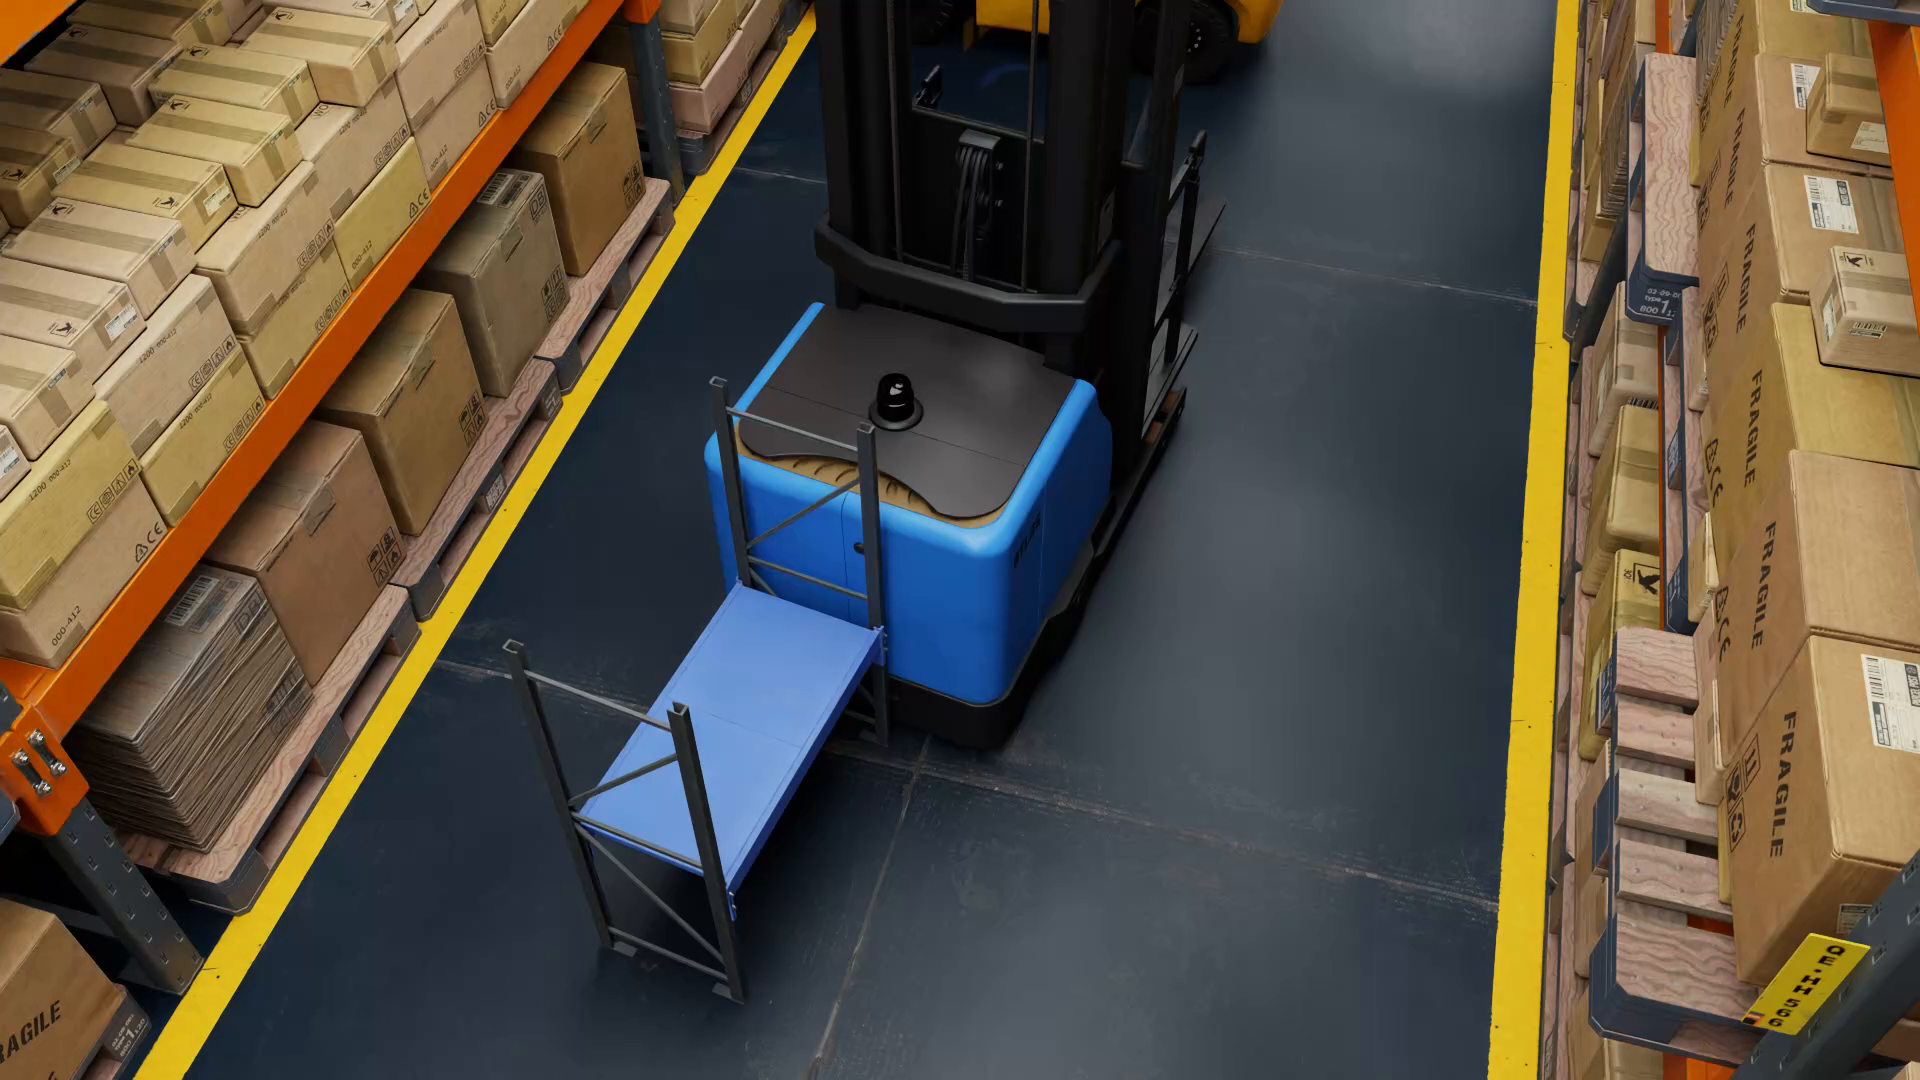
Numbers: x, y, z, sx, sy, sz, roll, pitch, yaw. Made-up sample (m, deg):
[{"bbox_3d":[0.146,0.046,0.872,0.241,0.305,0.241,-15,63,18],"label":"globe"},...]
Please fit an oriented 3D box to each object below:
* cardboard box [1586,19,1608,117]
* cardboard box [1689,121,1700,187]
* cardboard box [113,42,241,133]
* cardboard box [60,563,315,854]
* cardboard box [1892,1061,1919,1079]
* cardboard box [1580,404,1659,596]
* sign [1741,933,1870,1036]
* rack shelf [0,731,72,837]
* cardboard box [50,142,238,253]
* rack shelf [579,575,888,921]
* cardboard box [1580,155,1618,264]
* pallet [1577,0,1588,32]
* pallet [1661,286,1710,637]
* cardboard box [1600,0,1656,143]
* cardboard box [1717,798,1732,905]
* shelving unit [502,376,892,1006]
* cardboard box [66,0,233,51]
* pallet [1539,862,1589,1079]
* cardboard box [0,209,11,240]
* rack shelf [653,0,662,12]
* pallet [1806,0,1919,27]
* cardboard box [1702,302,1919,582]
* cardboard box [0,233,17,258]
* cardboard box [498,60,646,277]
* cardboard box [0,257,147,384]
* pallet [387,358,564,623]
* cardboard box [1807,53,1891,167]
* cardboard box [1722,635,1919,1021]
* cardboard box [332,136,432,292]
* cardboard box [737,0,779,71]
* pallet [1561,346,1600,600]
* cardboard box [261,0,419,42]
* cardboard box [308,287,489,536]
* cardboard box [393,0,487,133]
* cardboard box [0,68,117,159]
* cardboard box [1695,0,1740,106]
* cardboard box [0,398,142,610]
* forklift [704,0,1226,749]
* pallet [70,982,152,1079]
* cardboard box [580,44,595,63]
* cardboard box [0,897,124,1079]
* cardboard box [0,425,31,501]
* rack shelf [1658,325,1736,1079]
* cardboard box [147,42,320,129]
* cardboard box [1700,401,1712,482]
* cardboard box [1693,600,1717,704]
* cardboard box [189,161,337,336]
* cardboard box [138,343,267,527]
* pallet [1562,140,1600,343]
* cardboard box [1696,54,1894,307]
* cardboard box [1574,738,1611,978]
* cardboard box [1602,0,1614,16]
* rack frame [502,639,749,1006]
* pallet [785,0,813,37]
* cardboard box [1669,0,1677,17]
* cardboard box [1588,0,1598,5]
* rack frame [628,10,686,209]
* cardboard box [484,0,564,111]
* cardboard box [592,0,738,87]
[{"bbox_3d":[3.193,-2.133,7.686,0.500,0.250,0.500,12,50,11],"label":"cardboard box"},{"bbox_3d":[2.504,-1.209,5.204,0.380,0.149,0.250,12,50,11],"label":"cardboard box"},{"bbox_3d":[-2.557,-1.343,5.201,0.500,0.250,0.500,11,49,9],"label":"cardboard box"},{"bbox_3d":[-2.637,0.445,5.160,0.875,0.625,0.625,13,50,11],"label":"cardboard box"},{"bbox_3d":[1.610,1.168,2.485,0.500,0.500,0.500,10,49,9],"label":"cardboard box"},{"bbox_3d":[2.706,-0.038,5.756,0.950,0.372,0.625,14,50,12],"label":"cardboard box"},{"bbox_3d":[1.449,0.767,2.853,0.100,0.325,0.005,12,50,10],"label":"sign"},{"bbox_3d":[-3.341,1.932,3.024,1.077,0.370,4.000,12,50,10],"label":"rack shelf"},{"bbox_3d":[-2.241,-0.937,4.577,0.380,0.149,0.250,12,50,10],"label":"cardboard box"},{"bbox_3d":[-0.669,0.591,4.968,0.538,0.185,1.000,18,51,15],"label":"rack shelf"},{"bbox_3d":[2.924,-1.379,7.020,0.500,0.250,0.500,14,50,12],"label":"cardboard box"},{"bbox_3d":[3.813,-3.004,8.761,1.003,0.211,1.213,12,50,10],"label":"pallet"},{"bbox_3d":[2.457,-0.153,4.512,1.003,0.211,1.213,12,50,10],"label":"pallet"},{"bbox_3d":[3.057,-1.996,7.064,0.500,0.500,0.500,12,50,11],"label":"cardboard box"},{"bbox_3d":[1.835,0.676,3.540,0.380,0.149,0.250,12,50,11],"label":"cardboard box"},{"bbox_3d":[-0.669,0.472,4.833,0.538,1.500,1.048,18,51,15],"label":"shelving unit"},{"bbox_3d":[-2.507,-1.588,5.152,0.380,0.149,0.250,12,50,10],"label":"cardboard box"},{"bbox_3d":[2.182,1.582,4.713,1.003,0.211,1.213,12,50,10],"label":"pallet"},{"bbox_3d":[-2.839,-0.854,4.504,0.380,0.149,0.250,11,49,9],"label":"cardboard box"},{"bbox_3d":[-1.235,-3.855,8.131,1.077,0.370,4.000,12,50,10],"label":"rack shelf"},{"bbox_3d":[2.493,-1.424,3.630,1.213,0.211,1.003,12,50,10],"label":"pallet"},{"bbox_3d":[2.084,-0.172,3.856,0.500,0.500,0.500,9,49,7],"label":"cardboard box"},{"bbox_3d":[-2.831,-0.619,4.562,0.500,0.250,0.500,12,50,10],"label":"cardboard box"},{"bbox_3d":[-1.888,-1.620,6.983,0.875,0.625,0.625,14,50,12],"label":"cardboard box"},{"bbox_3d":[-2.334,-0.557,4.242,0.380,0.149,0.250,13,50,11],"label":"cardboard box"},{"bbox_3d":[-2.237,-0.298,6.372,1.003,0.211,1.213,12,50,10],"label":"pallet"},{"bbox_3d":[2.376,-1.078,4.223,0.380,0.149,0.250,14,50,12],"label":"cardboard box"},{"bbox_3d":[1.827,0.570,3.201,0.500,0.500,0.500,10,49,9],"label":"cardboard box"},{"bbox_3d":[-2.058,-1.088,5.309,0.500,0.250,0.500,13,50,11],"label":"cardboard box"},{"bbox_3d":[-1.196,-2.530,8.036,0.500,0.250,0.500,11,49,9],"label":"cardboard box"},{"bbox_3d":[2.825,-0.183,6.271,1.003,0.211,1.213,12,50,10],"label":"pallet"},{"bbox_3d":[-1.945,-1.673,5.227,0.380,0.149,0.250,12,50,10],"label":"cardboard box"},{"bbox_3d":[-2.296,-0.516,6.008,0.875,0.625,0.625,10,49,8],"label":"cardboard box"},{"bbox_3d":[-1.913,-1.614,5.441,0.500,0.250,0.500,12,50,11],"label":"cardboard box"},{"bbox_3d":[-2.710,-1.224,4.831,0.380,0.149,0.250,11,49,9],"label":"cardboard box"},{"bbox_3d":[2.628,-1.657,5.167,0.500,0.500,0.500,13,50,11],"label":"cardboard box"},{"bbox_3d":[-2.438,-0.137,4.136,0.500,0.250,0.500,12,50,10],"label":"cardboard box"},{"bbox_3d":[0.250,-1.398,5.529,1.130,2.935,3.031,18,51,15],"label":"forklift"},{"bbox_3d":[-3.047,1.702,4.607,1.003,0.211,1.213,12,50,10],"label":"pallet"},{"bbox_3d":[-1.831,-2.433,7.617,0.500,0.250,0.500,11,49,9],"label":"cardboard box"},{"bbox_3d":[-2.718,1.284,4.504,0.500,0.500,0.500,13,50,11],"label":"cardboard box"},{"bbox_3d":[-2.446,-0.173,3.903,0.380,0.149,0.250,13,50,11],"label":"cardboard box"},{"bbox_3d":[2.502,0.015,4.716,1.077,0.370,4.000,12,50,10],"label":"rack shelf"},{"bbox_3d":[-2.142,-1.316,4.911,0.380,0.149,0.250,12,50,10],"label":"cardboard box"},{"bbox_3d":[2.166,-0.252,4.359,0.380,0.149,0.250,10,49,9],"label":"cardboard box"},{"bbox_3d":[1.932,0.305,3.868,0.380,0.149,0.250,9,49,8],"label":"cardboard box"},{"bbox_3d":[-2.174,-0.878,4.791,0.500,0.250,0.500,10,49,9],"label":"cardboard box"},{"bbox_3d":[-2.325,-0.339,4.648,0.500,0.250,0.500,11,49,9],"label":"cardboard box"},{"bbox_3d":[3.171,-1.239,7.203,1.003,0.211,1.213,12,50,10],"label":"pallet"},{"bbox_3d":[2.353,-0.940,4.534,0.500,0.500,0.500,11,50,10],"label":"cardboard box"},{"bbox_3d":[2.320,1.012,4.828,0.950,0.372,0.625,11,49,9],"label":"cardboard box"},{"bbox_3d":[3.323,-2.753,7.733,0.500,0.500,0.500,12,50,11],"label":"cardboard box"},{"bbox_3d":[-0.873,0.821,4.525,0.500,1.500,0.032,18,51,15],"label":"rack frame"},{"bbox_3d":[-1.193,-3.176,8.912,1.003,0.211,1.213,12,50,10],"label":"pallet"},{"bbox_3d":[2.878,-2.061,6.236,0.380,0.149,0.250,13,50,11],"label":"cardboard box"},{"bbox_3d":[3.460,-2.895,8.358,0.500,0.250,0.500,13,50,11],"label":"cardboard box"},{"bbox_3d":[-1.762,-2.646,6.585,1.000,3.000,0.127,12,50,10],"label":"rack frame"},{"bbox_3d":[-1.769,-1.816,5.952,0.500,0.250,0.500,11,50,10],"label":"cardboard box"},{"bbox_3d":[-1.337,-2.330,7.526,0.500,0.250,0.500,11,50,10],"label":"cardboard box"}]
